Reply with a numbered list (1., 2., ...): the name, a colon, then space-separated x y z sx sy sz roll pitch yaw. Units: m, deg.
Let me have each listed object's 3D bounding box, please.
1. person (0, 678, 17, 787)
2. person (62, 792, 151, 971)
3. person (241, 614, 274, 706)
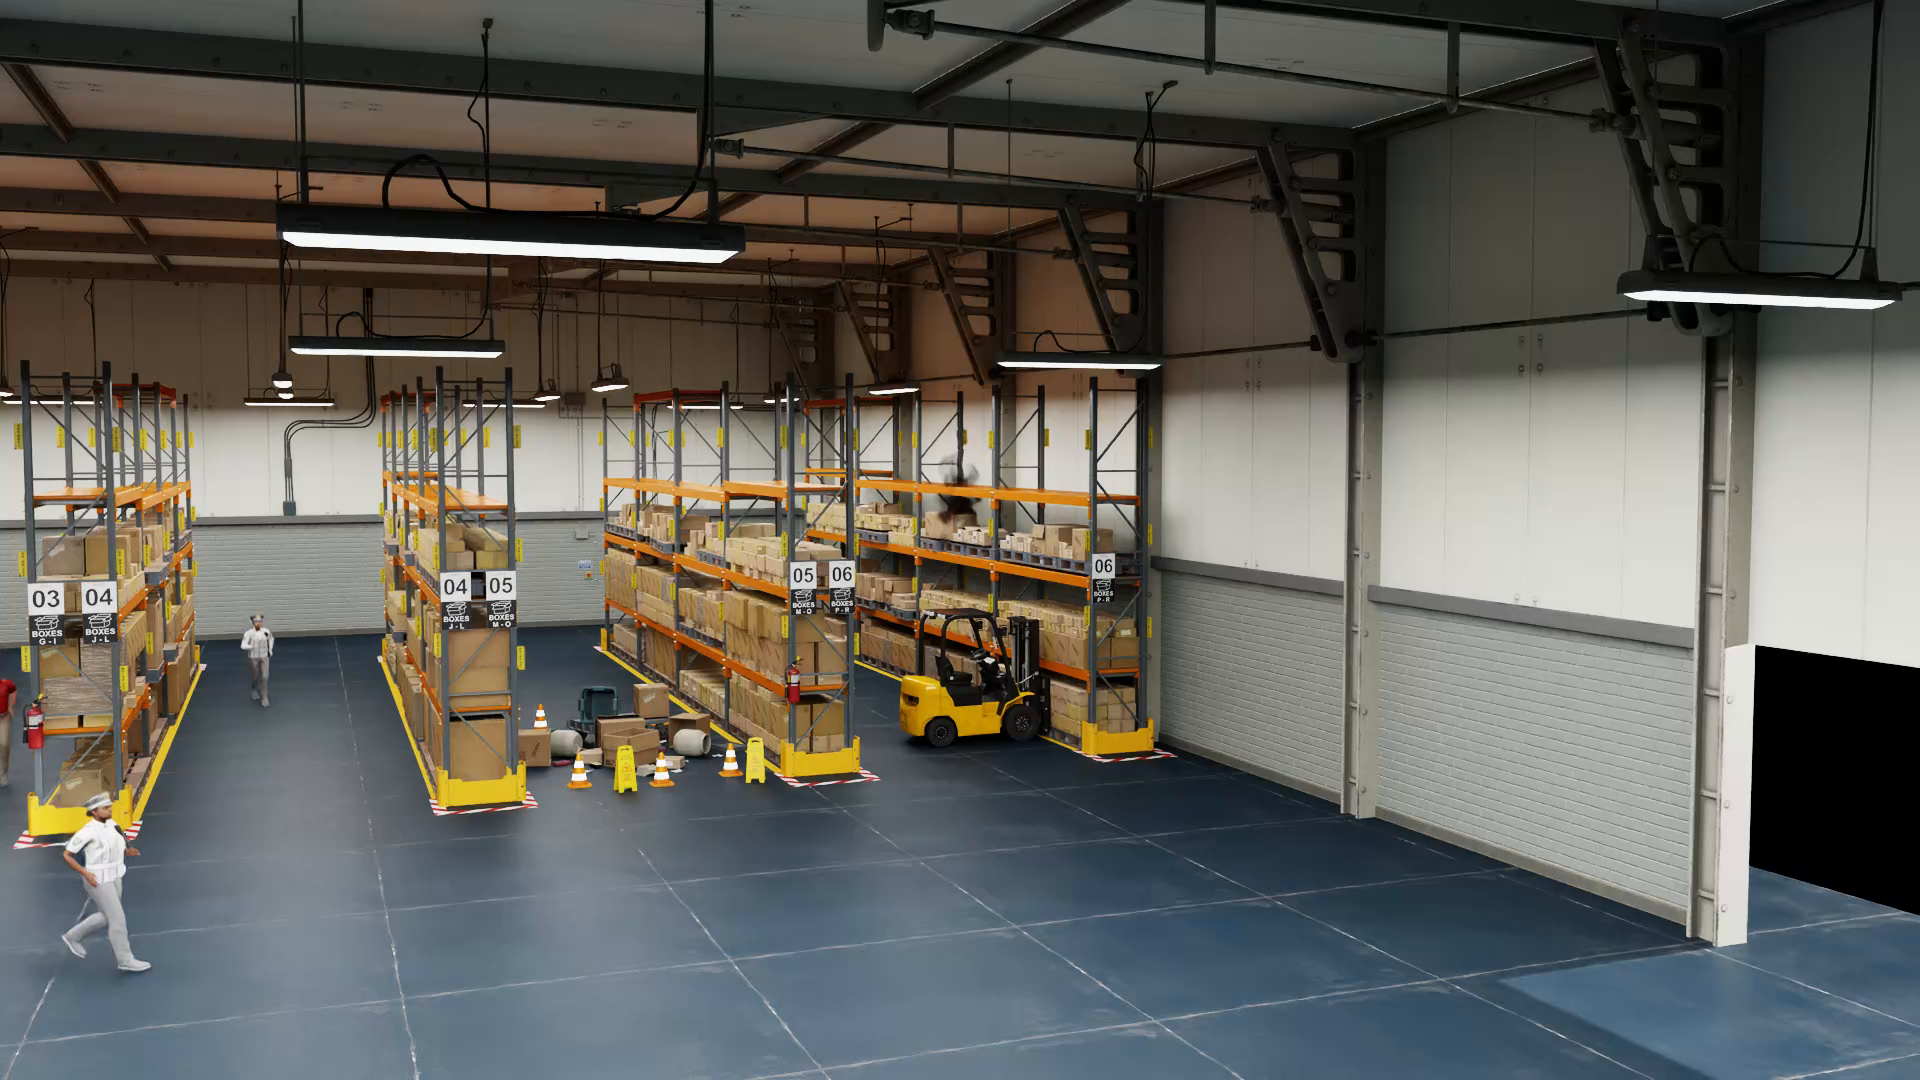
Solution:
1. person: -14.097 2.687 24.256 0.603 1.786 0.866 -2 4 -27
2. person: -8.082 3.202 15.660 0.924 1.675 0.583 0 3 5
3. person: -13.243 2.245 31.400 0.612 1.703 0.919 -2 4 -31
